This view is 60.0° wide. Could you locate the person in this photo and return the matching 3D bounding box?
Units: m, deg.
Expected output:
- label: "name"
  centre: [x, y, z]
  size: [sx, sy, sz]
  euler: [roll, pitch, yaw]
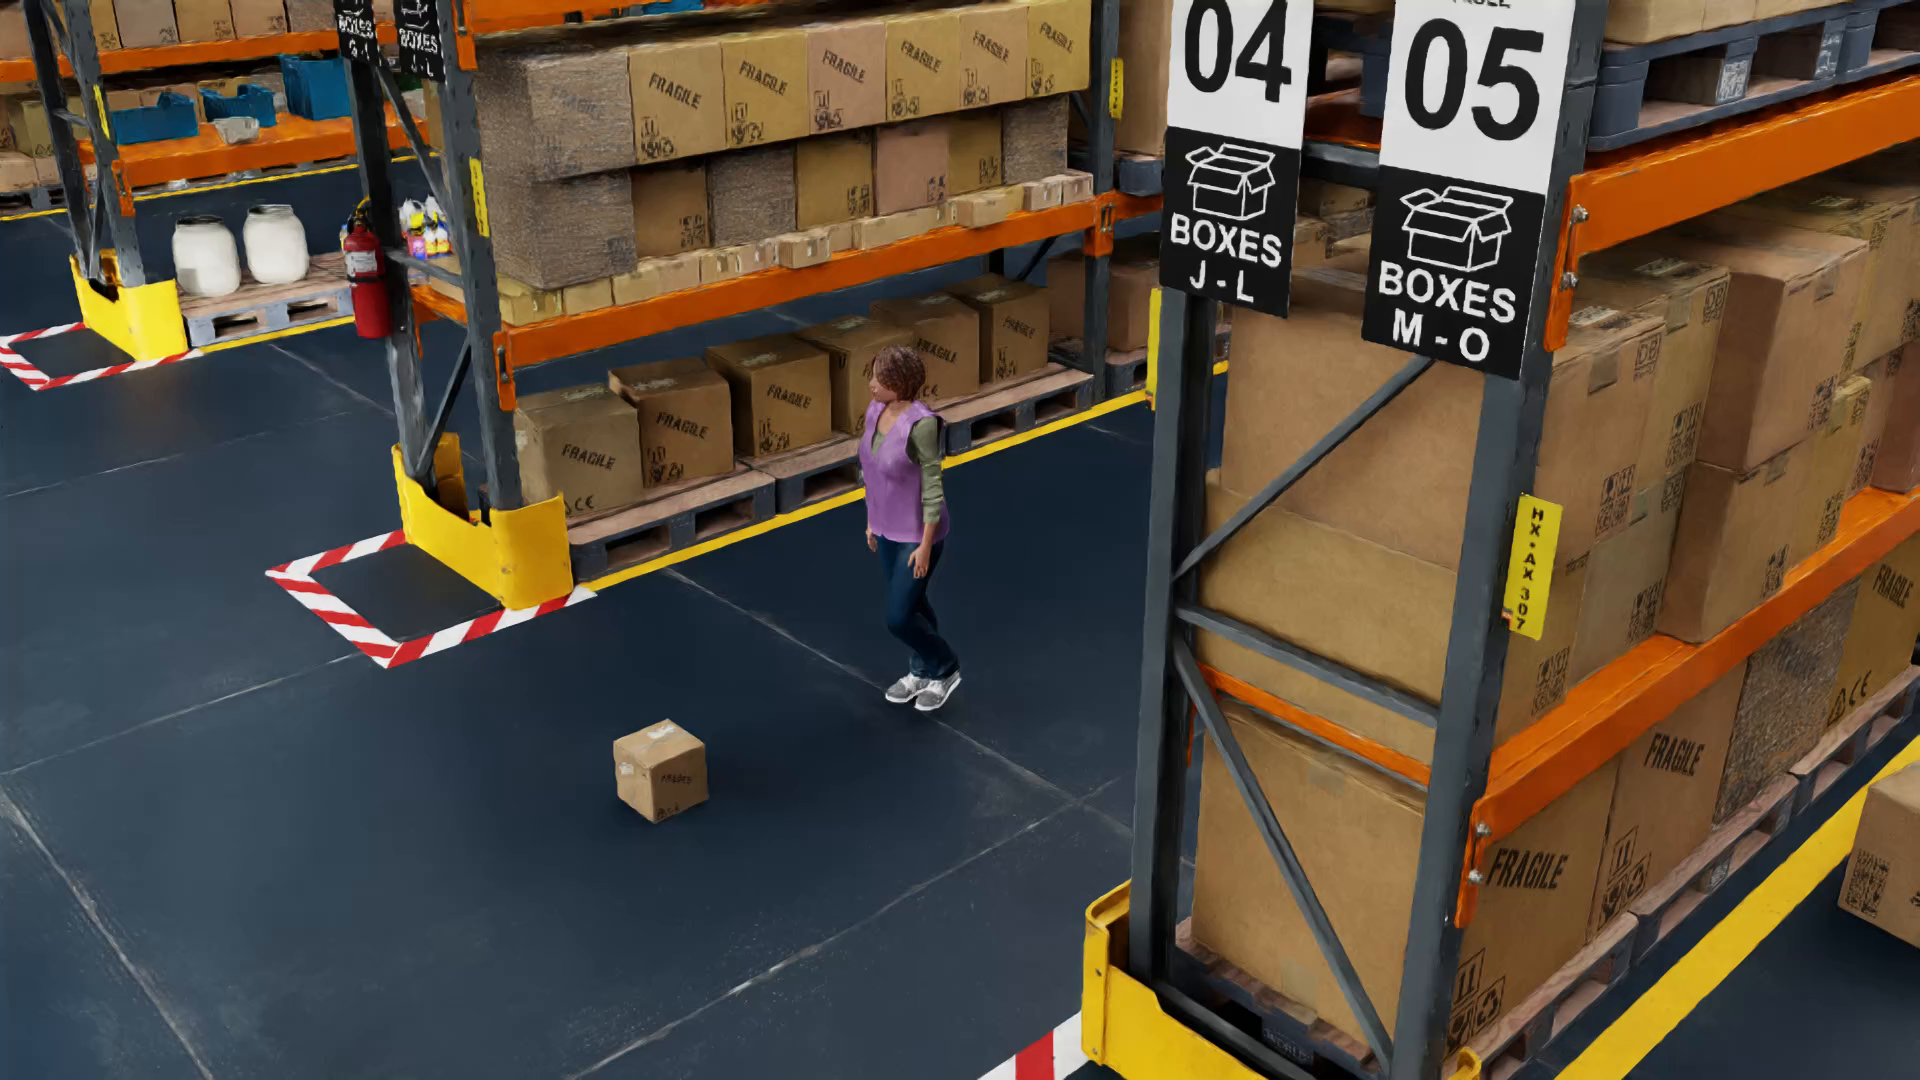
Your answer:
- label: "person"
  centre: [-0.198, 0.068, 6.699]
  size: [0.370, 1.370, 0.351]
  euler: [-18, 30, -33]
